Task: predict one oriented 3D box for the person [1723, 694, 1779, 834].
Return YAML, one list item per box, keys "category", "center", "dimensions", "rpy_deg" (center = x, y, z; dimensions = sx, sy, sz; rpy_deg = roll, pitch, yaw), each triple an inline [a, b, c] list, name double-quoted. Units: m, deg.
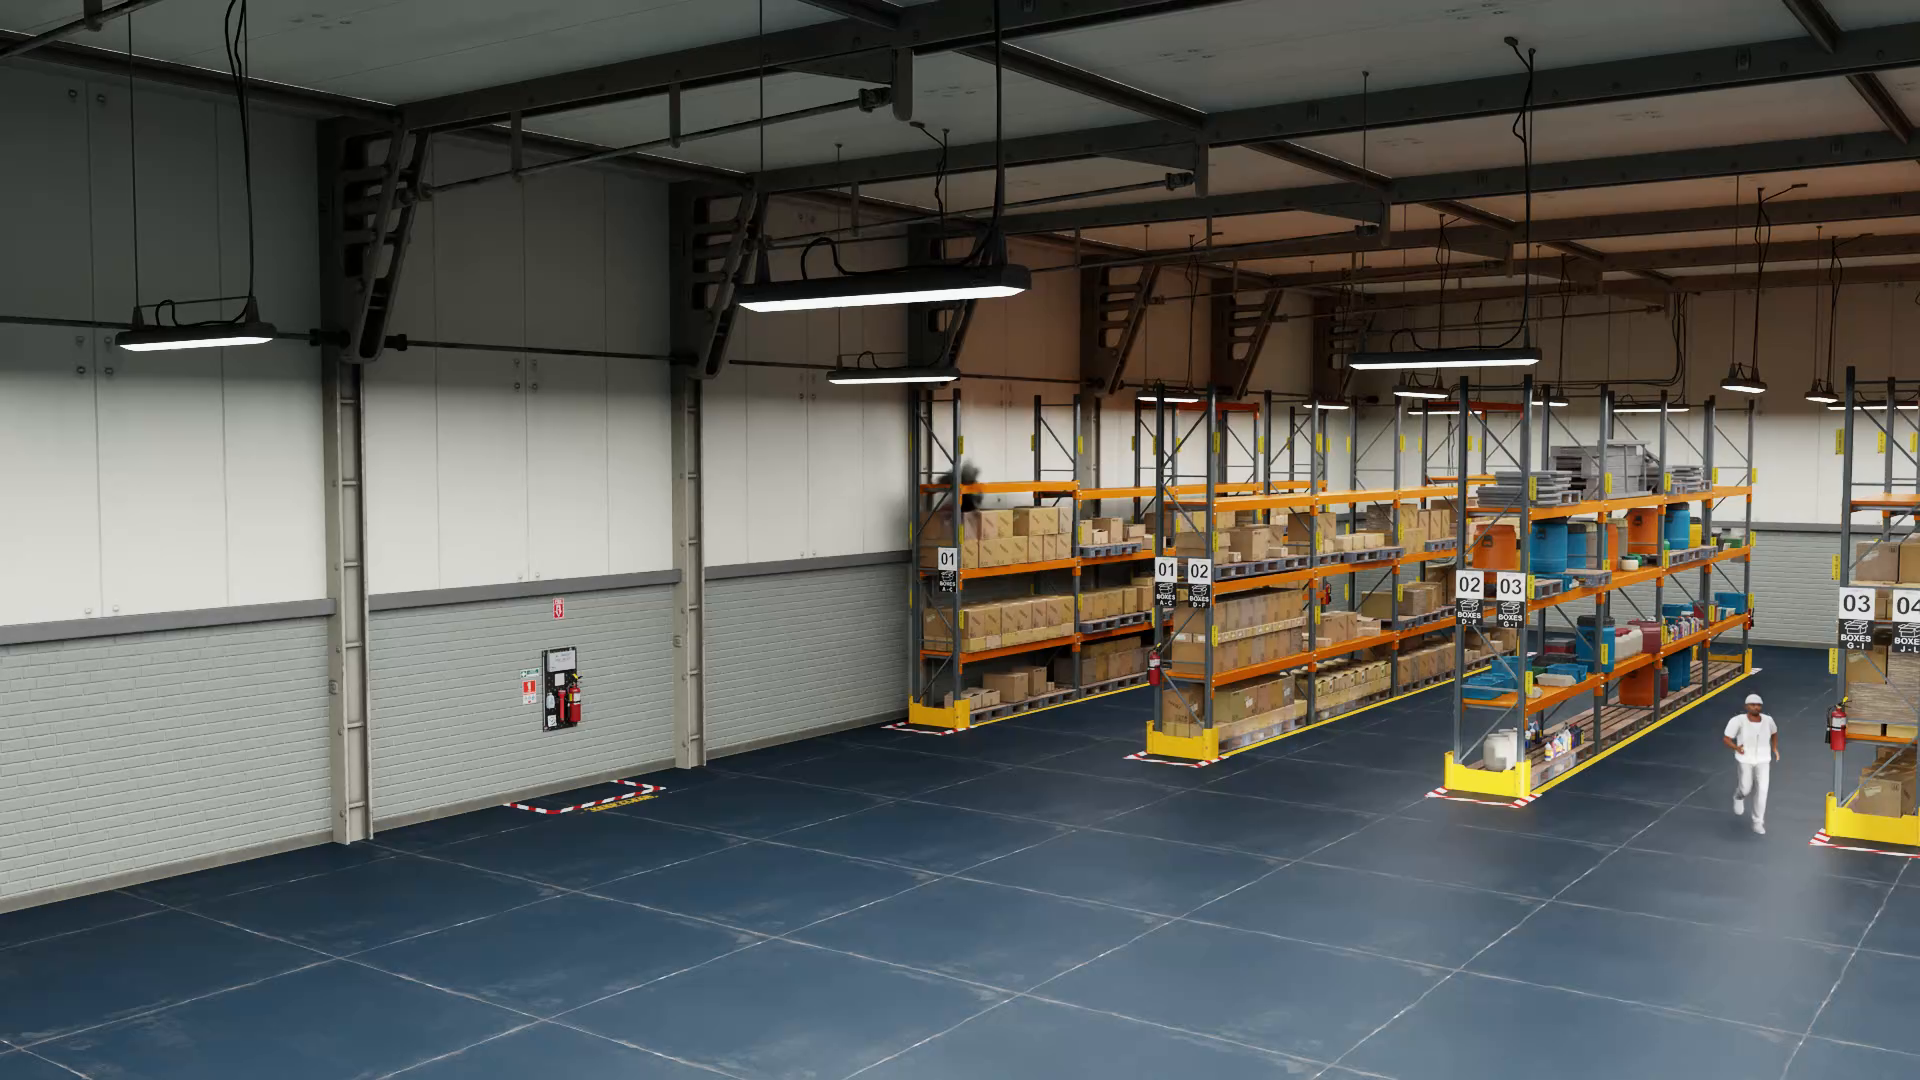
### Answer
- category: "person"
  center: [10.349, 2.882, 21.726]
  dimensions: [0.712, 1.755, 0.921]
  rpy_deg: [1, 3, 9]
